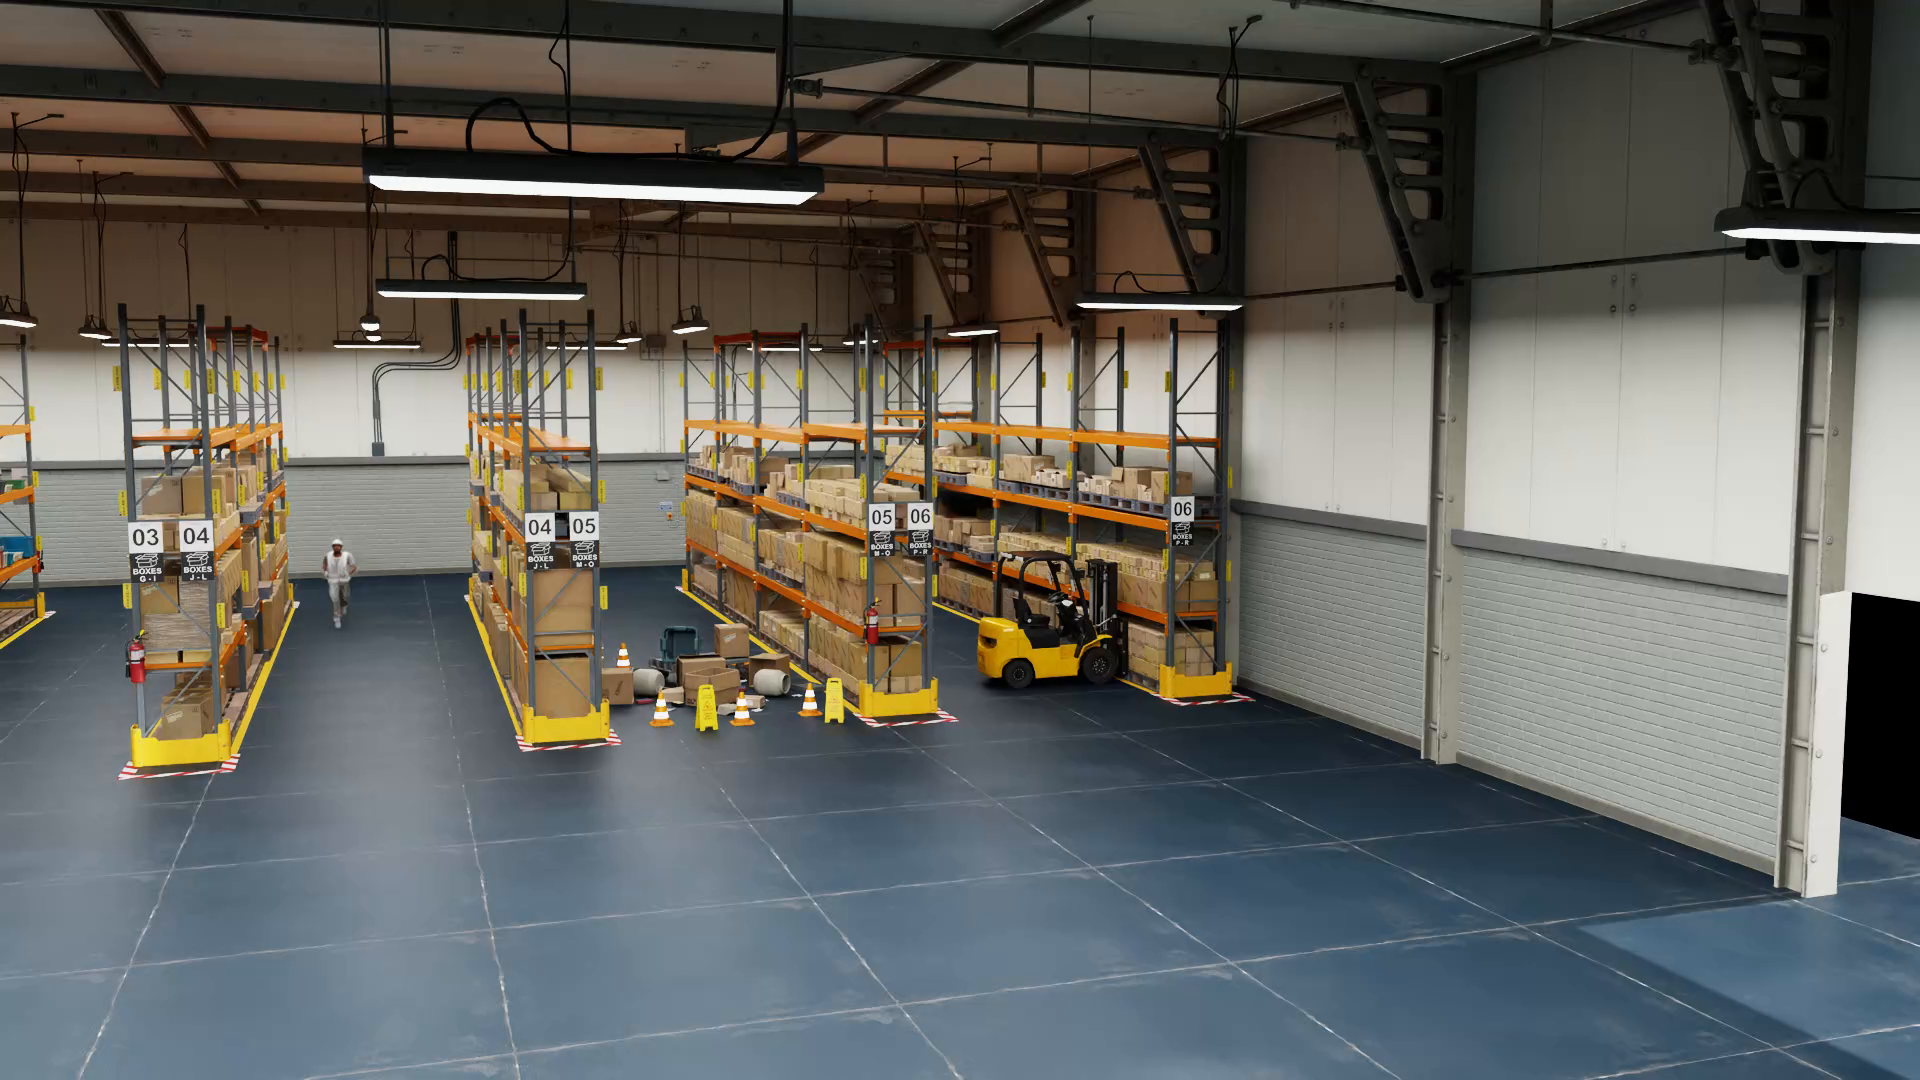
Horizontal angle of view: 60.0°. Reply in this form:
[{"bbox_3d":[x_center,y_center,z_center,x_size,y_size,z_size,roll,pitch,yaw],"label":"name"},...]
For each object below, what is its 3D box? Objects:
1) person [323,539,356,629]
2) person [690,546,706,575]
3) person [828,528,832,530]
[{"bbox_3d":[-12.808,0.879,34.341,0.635,1.797,1.144,-2,6,-21],"label":"person"},{"bbox_3d":[-6.496,0.247,41.325,0.753,1.683,0.744,1,5,8],"label":"person"},{"bbox_3d":[-2.859,0.426,36.708,0.587,1.679,0.580,-2,6,-22],"label":"person"}]
